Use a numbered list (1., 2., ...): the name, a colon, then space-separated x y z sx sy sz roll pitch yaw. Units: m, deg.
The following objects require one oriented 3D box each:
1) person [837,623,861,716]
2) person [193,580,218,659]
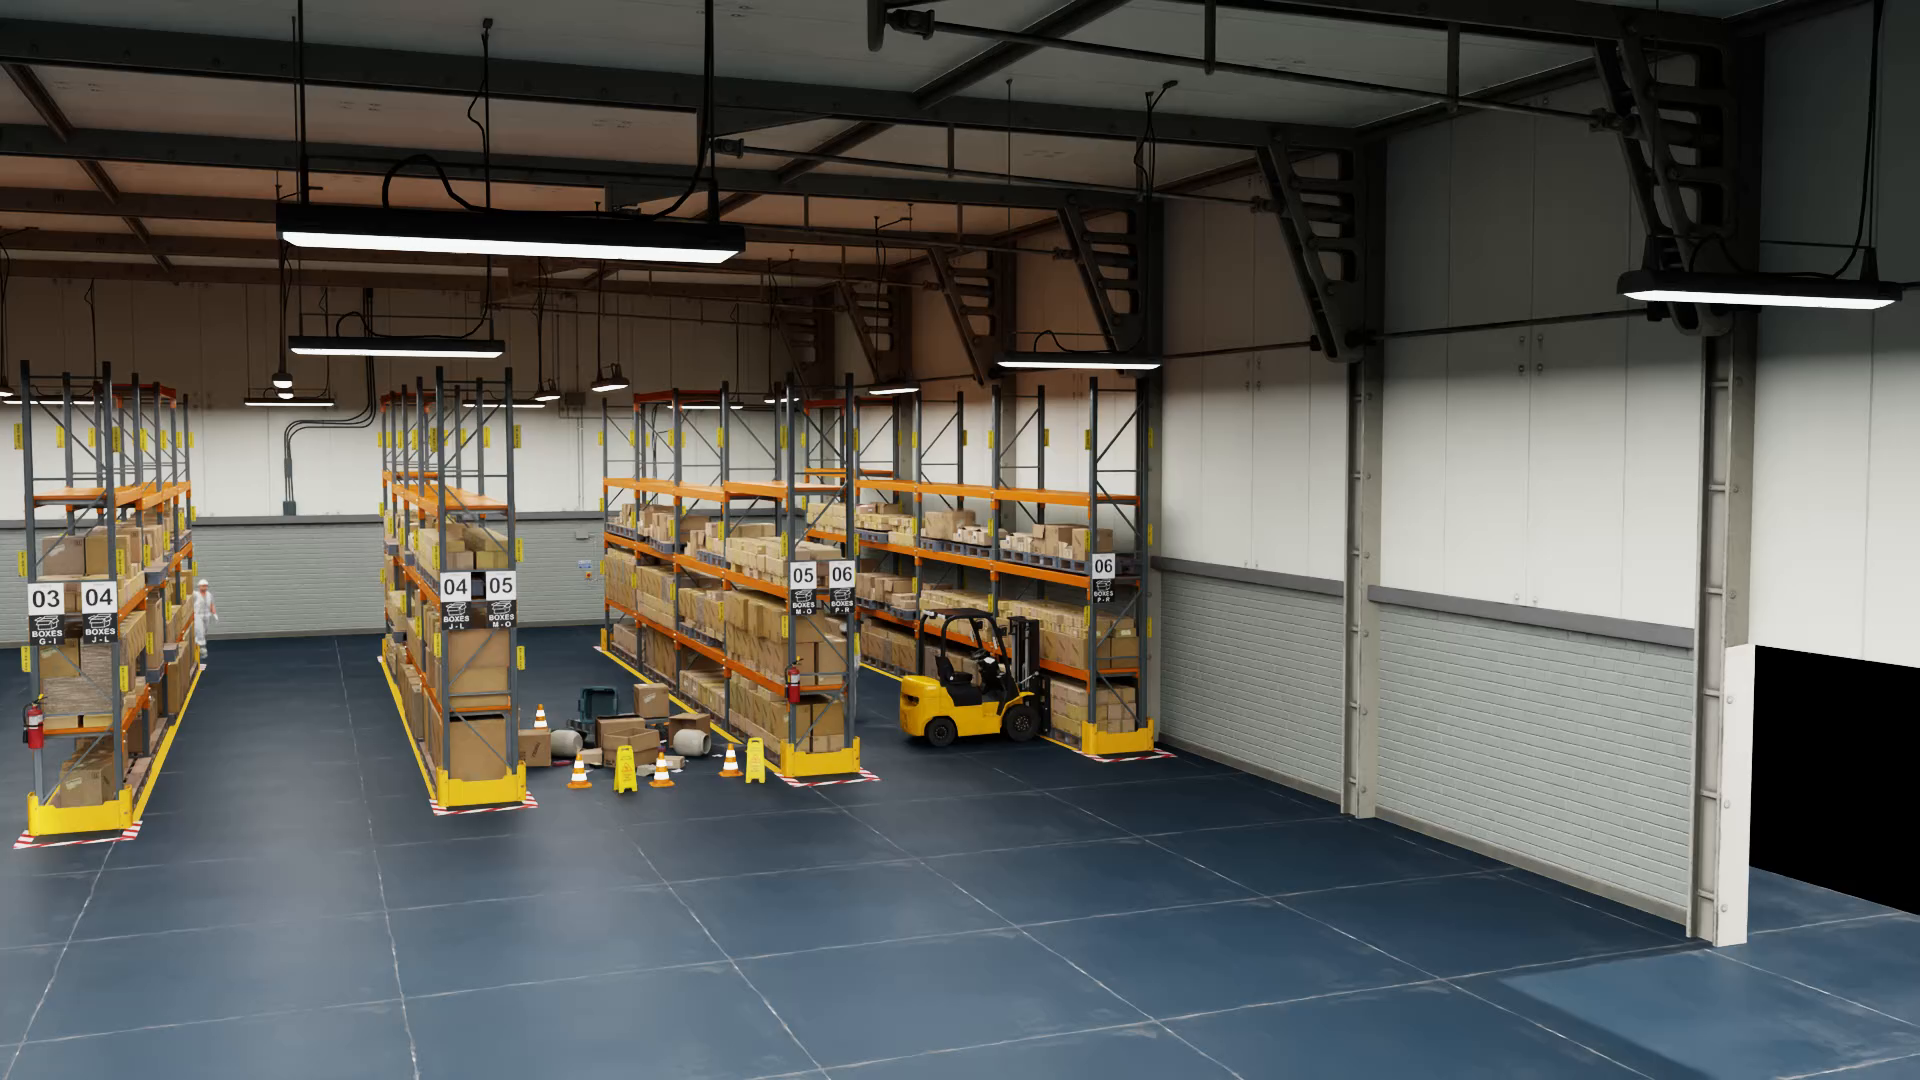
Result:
1. person: -2.034 2.377 30.079 0.522 1.743 0.579 -2 4 -26
2. person: -17.528 1.815 38.461 0.882 1.796 0.597 3 4 38
